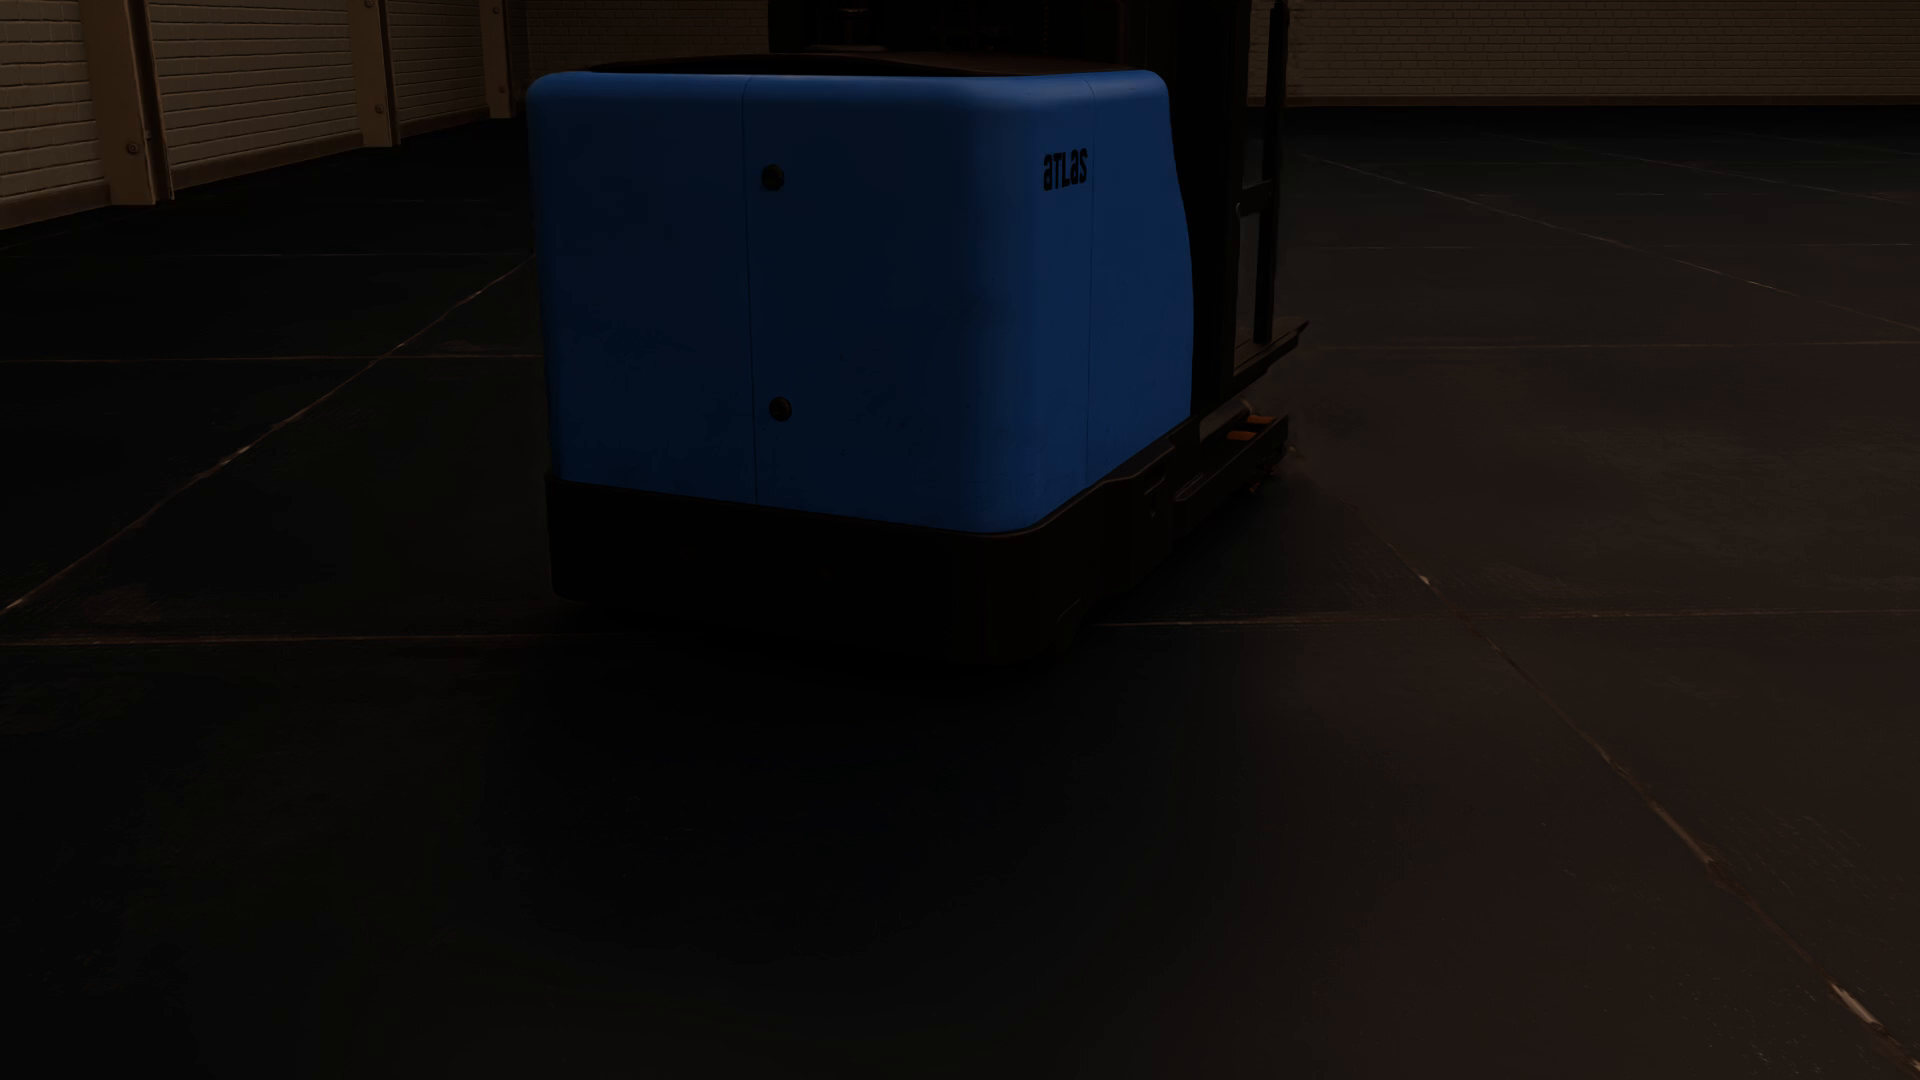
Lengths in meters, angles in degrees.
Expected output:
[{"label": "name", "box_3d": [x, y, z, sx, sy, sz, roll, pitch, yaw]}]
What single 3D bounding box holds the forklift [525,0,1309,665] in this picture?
[{"label": "forklift", "box_3d": [0.240, -1.567, 4.030, 1.130, 2.935, 3.031, 7, 19, 23]}]
